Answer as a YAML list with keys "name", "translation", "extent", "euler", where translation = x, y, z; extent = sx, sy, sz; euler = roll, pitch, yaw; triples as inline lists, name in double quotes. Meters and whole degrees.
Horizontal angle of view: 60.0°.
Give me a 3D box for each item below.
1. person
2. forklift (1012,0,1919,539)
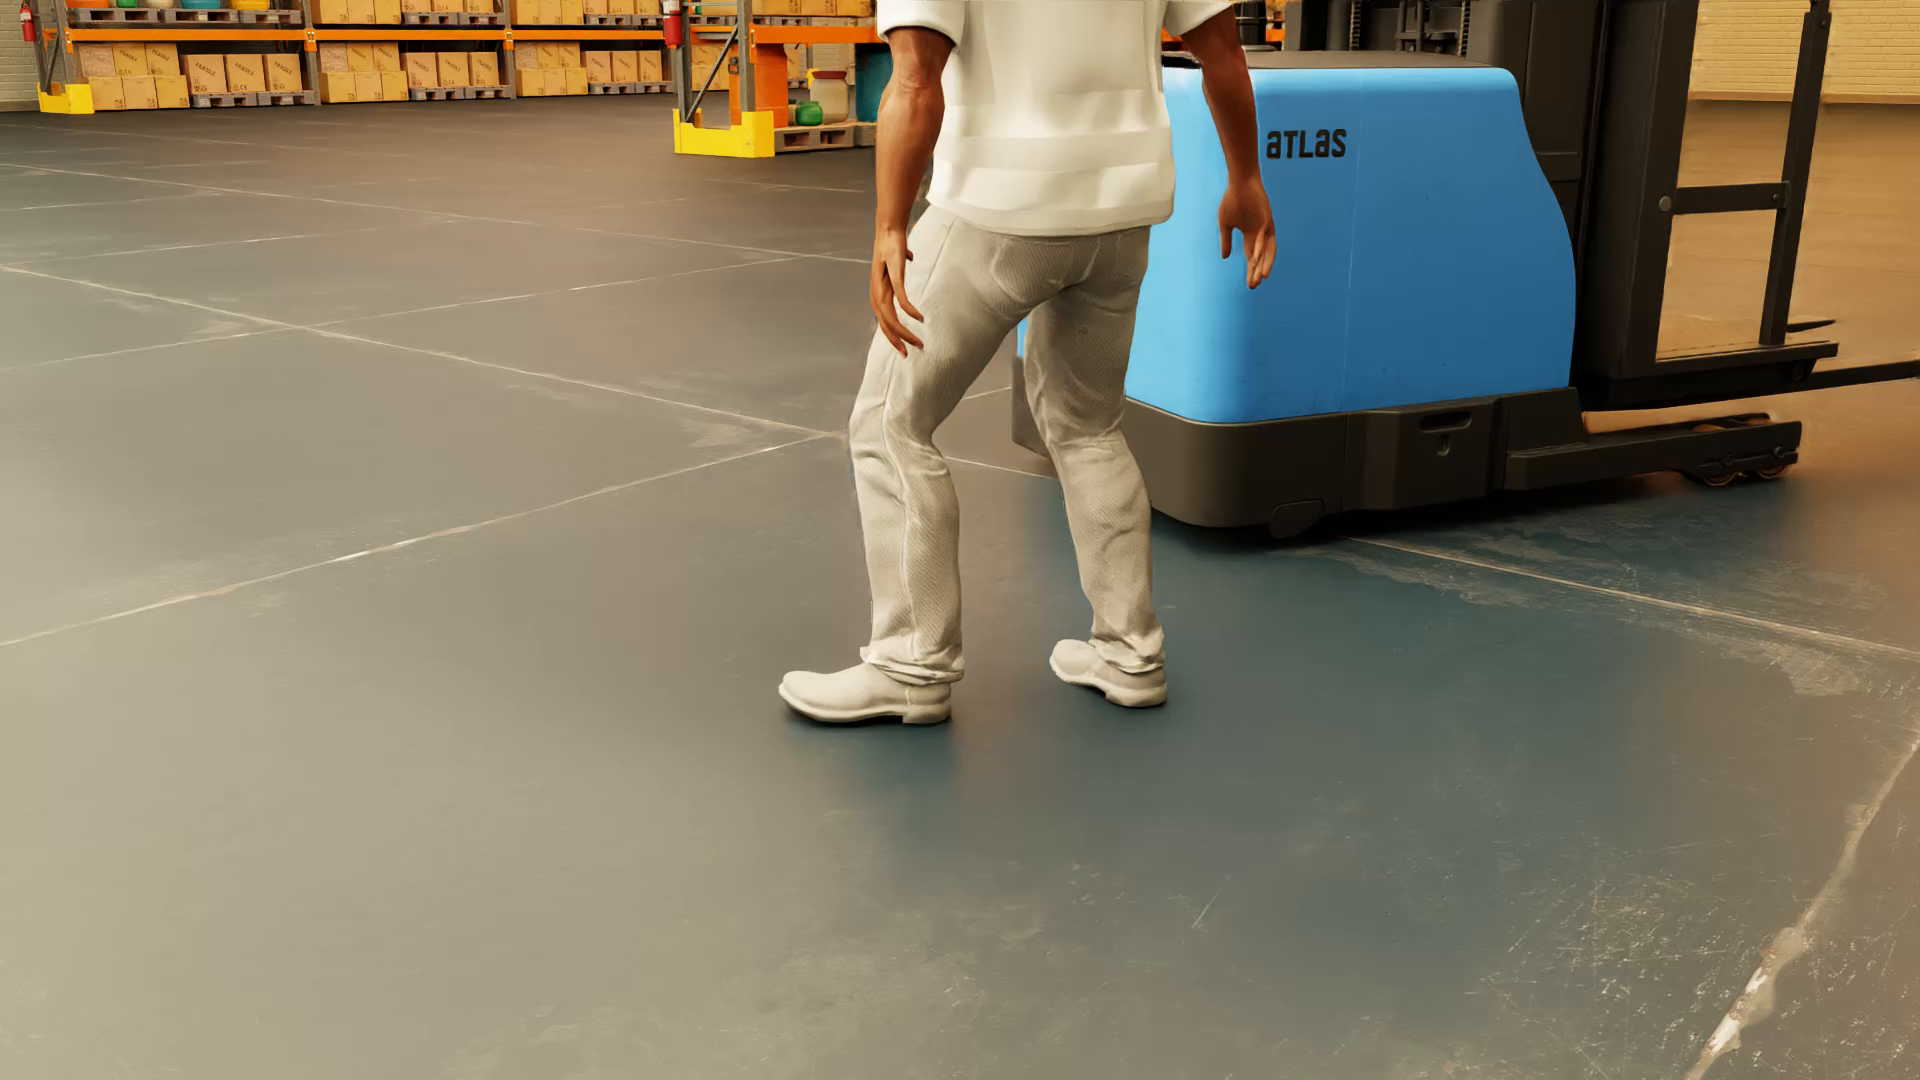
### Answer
- name: "person"
  translation: [0.117, -0.554, 2.824]
  extent: [0.893, 1.733, 0.472]
  euler: [-10, 20, -30]
- name: "forklift"
  translation: [1.703, -1.673, 4.409]
  extent: [3.031, 2.935, 1.130]
  euler: [-8, 19, -24]
